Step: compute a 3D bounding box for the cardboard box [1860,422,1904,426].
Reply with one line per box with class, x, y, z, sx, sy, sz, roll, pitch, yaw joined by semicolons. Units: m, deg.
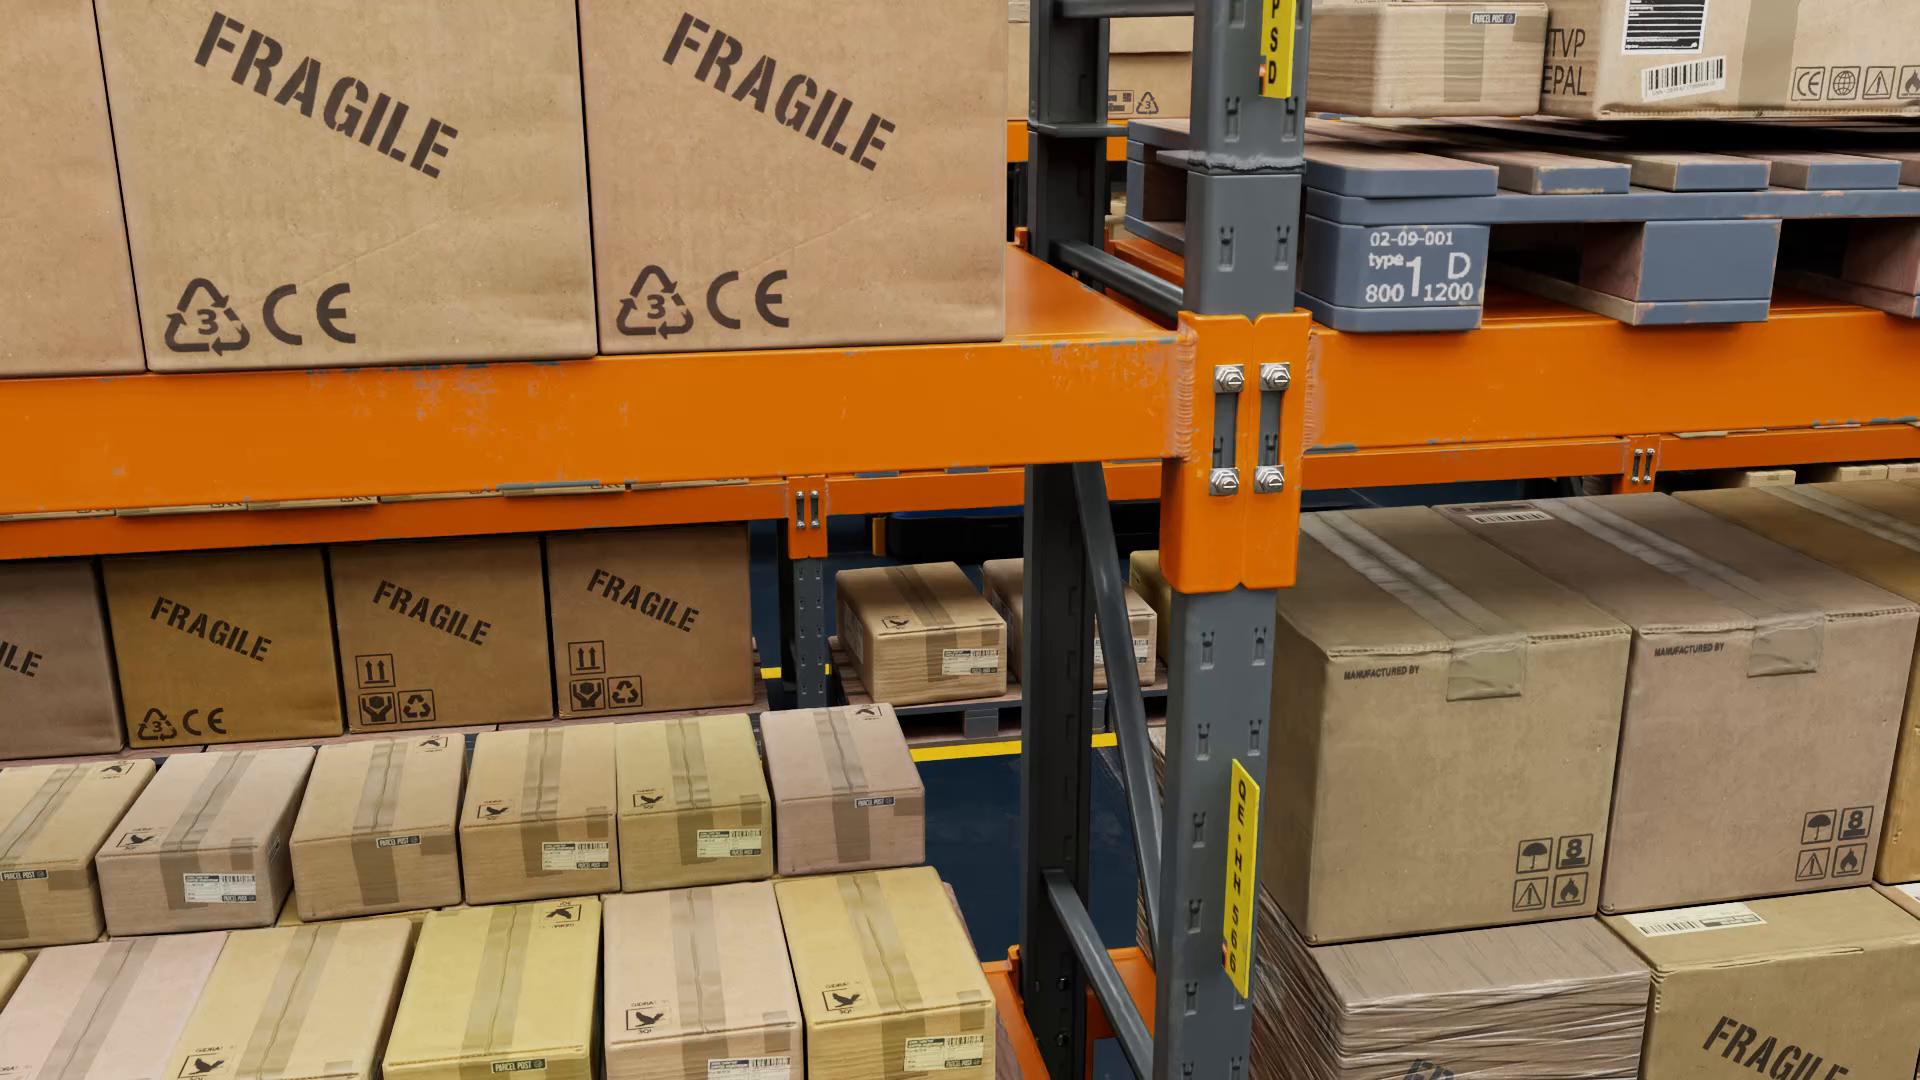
cardboard box;4.536;-0.696;8.398;0.250;0.149;0.380;-3;17;-11

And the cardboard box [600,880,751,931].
cardboard box;-0.501;0.595;2.972;0.250;0.149;0.380;-2;17;-8

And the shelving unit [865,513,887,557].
shelving unit;-1.037;-0.677;10.462;1.083;1.500;0.587;-3;17;-8

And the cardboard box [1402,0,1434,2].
cardboard box;0.824;-0.834;2.823;0.250;0.166;0.380;-3;17;-10

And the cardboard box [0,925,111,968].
cardboard box;-1.499;0.651;2.788;0.250;0.149;0.380;-3;17;-11

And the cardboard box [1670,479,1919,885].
cardboard box;1.720;0.227;3.089;0.500;0.500;0.700;-4;17;-11

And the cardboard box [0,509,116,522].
cardboard box;-3.698;-0.271;6.842;0.500;0.250;0.500;-4;17;-12

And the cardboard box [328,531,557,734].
cardboard box;-2.331;0.290;7.663;0.875;0.875;0.875;-3;17;-10

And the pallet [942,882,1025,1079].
pallet;-0.402;0.995;2.789;1.003;0.211;1.213;-3;17;-10

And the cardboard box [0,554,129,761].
cardboard box;-4.094;0.392;7.331;0.875;0.875;0.875;-3;17;-9

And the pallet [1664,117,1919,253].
pallet;1.998;-0.625;2.950;1.213;0.211;1.003;-2;17;-8

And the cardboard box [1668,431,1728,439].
cardboard box;3.537;-0.616;8.136;0.250;0.149;0.380;-3;17;-11

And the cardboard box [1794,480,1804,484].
cardboard box;4.321;-0.044;8.537;0.500;0.500;0.500;-3;17;-8

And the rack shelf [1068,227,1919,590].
rack shelf;2.242;-0.368;3.018;4.000;0.370;1.077;-3;17;-10

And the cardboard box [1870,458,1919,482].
cardboard box;4.700;-0.356;8.447;0.250;0.149;0.380;-2;17;-7

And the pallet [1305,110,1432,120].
pallet;1.523;-2.093;7.728;1.003;0.211;1.213;-3;17;-10

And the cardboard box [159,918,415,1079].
cardboard box;-0.882;0.671;2.216;0.250;0.149;0.380;-3;17;-9

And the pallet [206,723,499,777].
pallet;-2.744;0.834;7.737;1.213;0.211;1.003;-3;17;-10

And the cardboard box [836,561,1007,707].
cardboard box;-0.204;0.439;8.035;0.625;0.372;0.950;-4;18;-14

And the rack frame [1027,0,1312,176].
rack frame;0.278;-2.035;2.110;0.127;3.000;1.000;-3;17;-10

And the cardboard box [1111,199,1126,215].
cardboard box;1.195;-2.446;12.390;0.250;0.149;0.380;-4;17;-12

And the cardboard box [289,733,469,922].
cardboard box;-0.978;0.481;2.837;0.250;0.149;0.380;-4;18;-13

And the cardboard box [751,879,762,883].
cardboard box;-0.463;0.734;3.026;0.250;0.149;0.380;-2;17;-8

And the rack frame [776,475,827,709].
rack frame;-0.760;-0.588;7.618;0.127;3.000;1.000;-3;17;-10

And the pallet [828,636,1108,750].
pallet;0.007;0.702;8.168;1.213;0.211;1.003;-3;17;-10

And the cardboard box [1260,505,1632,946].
cardboard box;0.721;0.285;2.901;0.500;0.500;0.700;-3;17;-11

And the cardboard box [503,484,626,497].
cardboard box;-1.706;-0.381;7.197;0.500;0.250;0.500;-3;17;-9

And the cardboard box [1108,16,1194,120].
cardboard box;0.732;-2.165;7.466;0.637;0.503;0.797;-3;17;-10

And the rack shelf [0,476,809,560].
rack shelf;-2.724;-0.133;7.361;4.000;0.370;1.077;-3;17;-10

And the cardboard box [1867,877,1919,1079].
cardboard box;1.764;0.781;2.990;0.500;0.500;0.500;-3;17;-10

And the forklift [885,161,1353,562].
forklift;1.006;-1.445;10.524;3.031;2.935;1.130;-3;17;-8

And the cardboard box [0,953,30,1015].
cardboard box;-1.386;0.699;2.127;0.250;0.149;0.380;-2;17;-8

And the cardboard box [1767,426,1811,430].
cardboard box;4.030;-0.669;8.308;0.250;0.149;0.380;-3;17;-11

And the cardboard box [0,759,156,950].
cardboard box;-1.503;0.512;2.737;0.250;0.149;0.380;-3;17;-9

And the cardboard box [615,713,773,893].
cardboard box;-0.476;0.454;2.925;0.250;0.149;0.380;-4;17;-12

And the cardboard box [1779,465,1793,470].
cardboard box;4.196;-0.195;9.029;0.500;0.500;0.500;-3;17;-9

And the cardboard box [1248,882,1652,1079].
cardboard box;0.770;0.838;2.804;0.500;0.500;0.500;-3;17;-10

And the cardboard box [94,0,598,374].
cardboard box;-0.723;-0.512;2.090;0.500;0.500;0.500;-3;17;-10

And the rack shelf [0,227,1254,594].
rack shelf;-1.686;-0.145;2.293;4.000;0.370;1.077;-3;17;-10

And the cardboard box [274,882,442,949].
cardboard box;-1.010;0.625;2.874;0.250;0.149;0.380;-3;17;-10

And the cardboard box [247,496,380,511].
cardboard box;-2.699;-0.321;7.002;0.500;0.250;0.500;-4;17;-11

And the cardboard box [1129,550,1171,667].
cardboard box;1.265;0.355;8.309;0.625;0.372;0.950;-3;17;-9

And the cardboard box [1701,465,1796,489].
cardboard box;3.932;-0.311;8.300;0.250;0.149;0.380;-3;17;-10

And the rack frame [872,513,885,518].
rack frame;-0.525;-0.700;10.535;0.032;1.500;0.500;-3;17;-8

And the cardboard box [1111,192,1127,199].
cardboard box;1.317;-2.628;12.985;0.250;0.149;0.380;-3;17;-11

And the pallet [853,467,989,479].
pallet;-0.081;-0.567;7.875;1.003;0.211;1.213;-3;17;-10

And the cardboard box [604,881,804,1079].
cardboard box;-0.363;0.641;2.316;0.250;0.149;0.380;-3;17;-11

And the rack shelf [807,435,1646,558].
rack shelf;1.203;-0.356;8.086;4.000;0.370;1.077;-3;17;-10

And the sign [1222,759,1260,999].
sign;0.390;0.473;2.325;0.005;0.325;0.100;-3;17;-10

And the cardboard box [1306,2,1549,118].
cardboard box;0.636;-0.702;2.421;0.250;0.149;0.380;-4;18;-13
